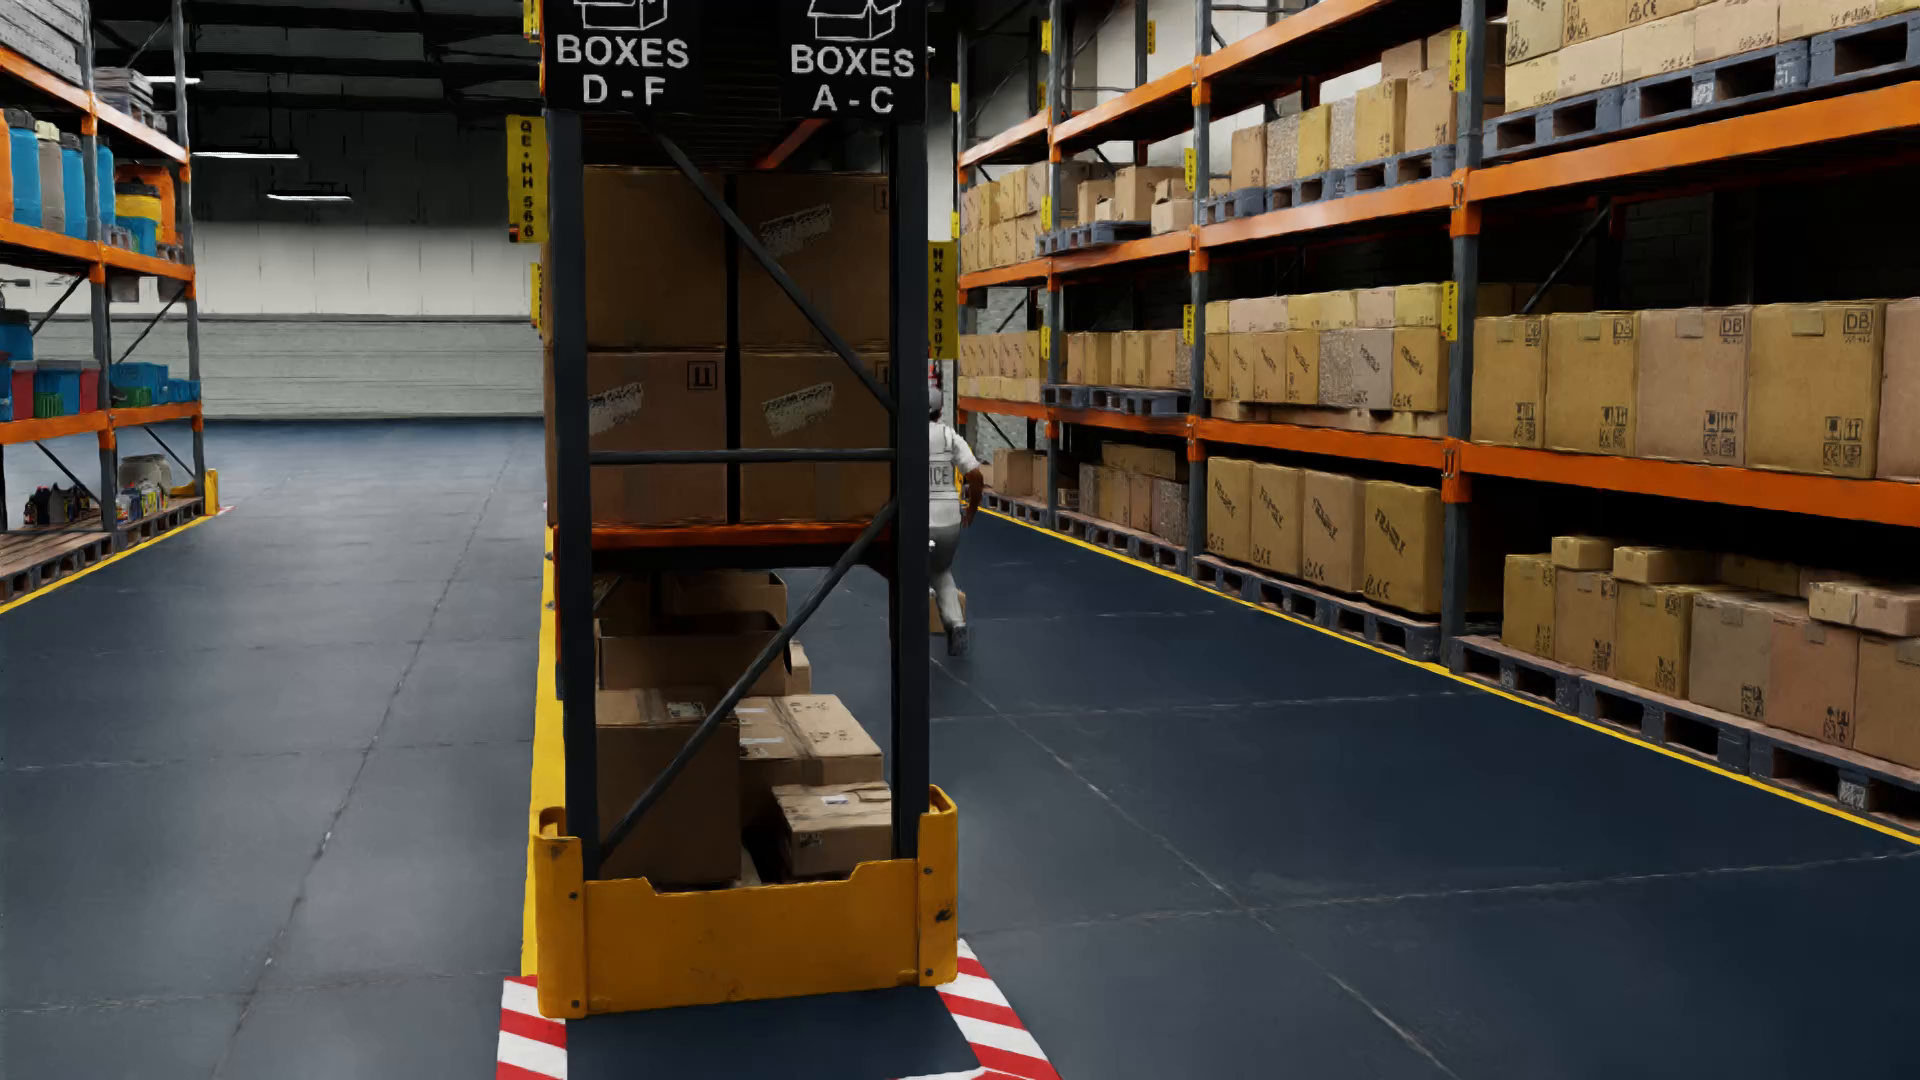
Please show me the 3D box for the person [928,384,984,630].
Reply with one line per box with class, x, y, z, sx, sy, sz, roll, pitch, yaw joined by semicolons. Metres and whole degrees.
person;-0.234;-0.137;9.759;0.665;1.553;0.524;-2;6;-15
